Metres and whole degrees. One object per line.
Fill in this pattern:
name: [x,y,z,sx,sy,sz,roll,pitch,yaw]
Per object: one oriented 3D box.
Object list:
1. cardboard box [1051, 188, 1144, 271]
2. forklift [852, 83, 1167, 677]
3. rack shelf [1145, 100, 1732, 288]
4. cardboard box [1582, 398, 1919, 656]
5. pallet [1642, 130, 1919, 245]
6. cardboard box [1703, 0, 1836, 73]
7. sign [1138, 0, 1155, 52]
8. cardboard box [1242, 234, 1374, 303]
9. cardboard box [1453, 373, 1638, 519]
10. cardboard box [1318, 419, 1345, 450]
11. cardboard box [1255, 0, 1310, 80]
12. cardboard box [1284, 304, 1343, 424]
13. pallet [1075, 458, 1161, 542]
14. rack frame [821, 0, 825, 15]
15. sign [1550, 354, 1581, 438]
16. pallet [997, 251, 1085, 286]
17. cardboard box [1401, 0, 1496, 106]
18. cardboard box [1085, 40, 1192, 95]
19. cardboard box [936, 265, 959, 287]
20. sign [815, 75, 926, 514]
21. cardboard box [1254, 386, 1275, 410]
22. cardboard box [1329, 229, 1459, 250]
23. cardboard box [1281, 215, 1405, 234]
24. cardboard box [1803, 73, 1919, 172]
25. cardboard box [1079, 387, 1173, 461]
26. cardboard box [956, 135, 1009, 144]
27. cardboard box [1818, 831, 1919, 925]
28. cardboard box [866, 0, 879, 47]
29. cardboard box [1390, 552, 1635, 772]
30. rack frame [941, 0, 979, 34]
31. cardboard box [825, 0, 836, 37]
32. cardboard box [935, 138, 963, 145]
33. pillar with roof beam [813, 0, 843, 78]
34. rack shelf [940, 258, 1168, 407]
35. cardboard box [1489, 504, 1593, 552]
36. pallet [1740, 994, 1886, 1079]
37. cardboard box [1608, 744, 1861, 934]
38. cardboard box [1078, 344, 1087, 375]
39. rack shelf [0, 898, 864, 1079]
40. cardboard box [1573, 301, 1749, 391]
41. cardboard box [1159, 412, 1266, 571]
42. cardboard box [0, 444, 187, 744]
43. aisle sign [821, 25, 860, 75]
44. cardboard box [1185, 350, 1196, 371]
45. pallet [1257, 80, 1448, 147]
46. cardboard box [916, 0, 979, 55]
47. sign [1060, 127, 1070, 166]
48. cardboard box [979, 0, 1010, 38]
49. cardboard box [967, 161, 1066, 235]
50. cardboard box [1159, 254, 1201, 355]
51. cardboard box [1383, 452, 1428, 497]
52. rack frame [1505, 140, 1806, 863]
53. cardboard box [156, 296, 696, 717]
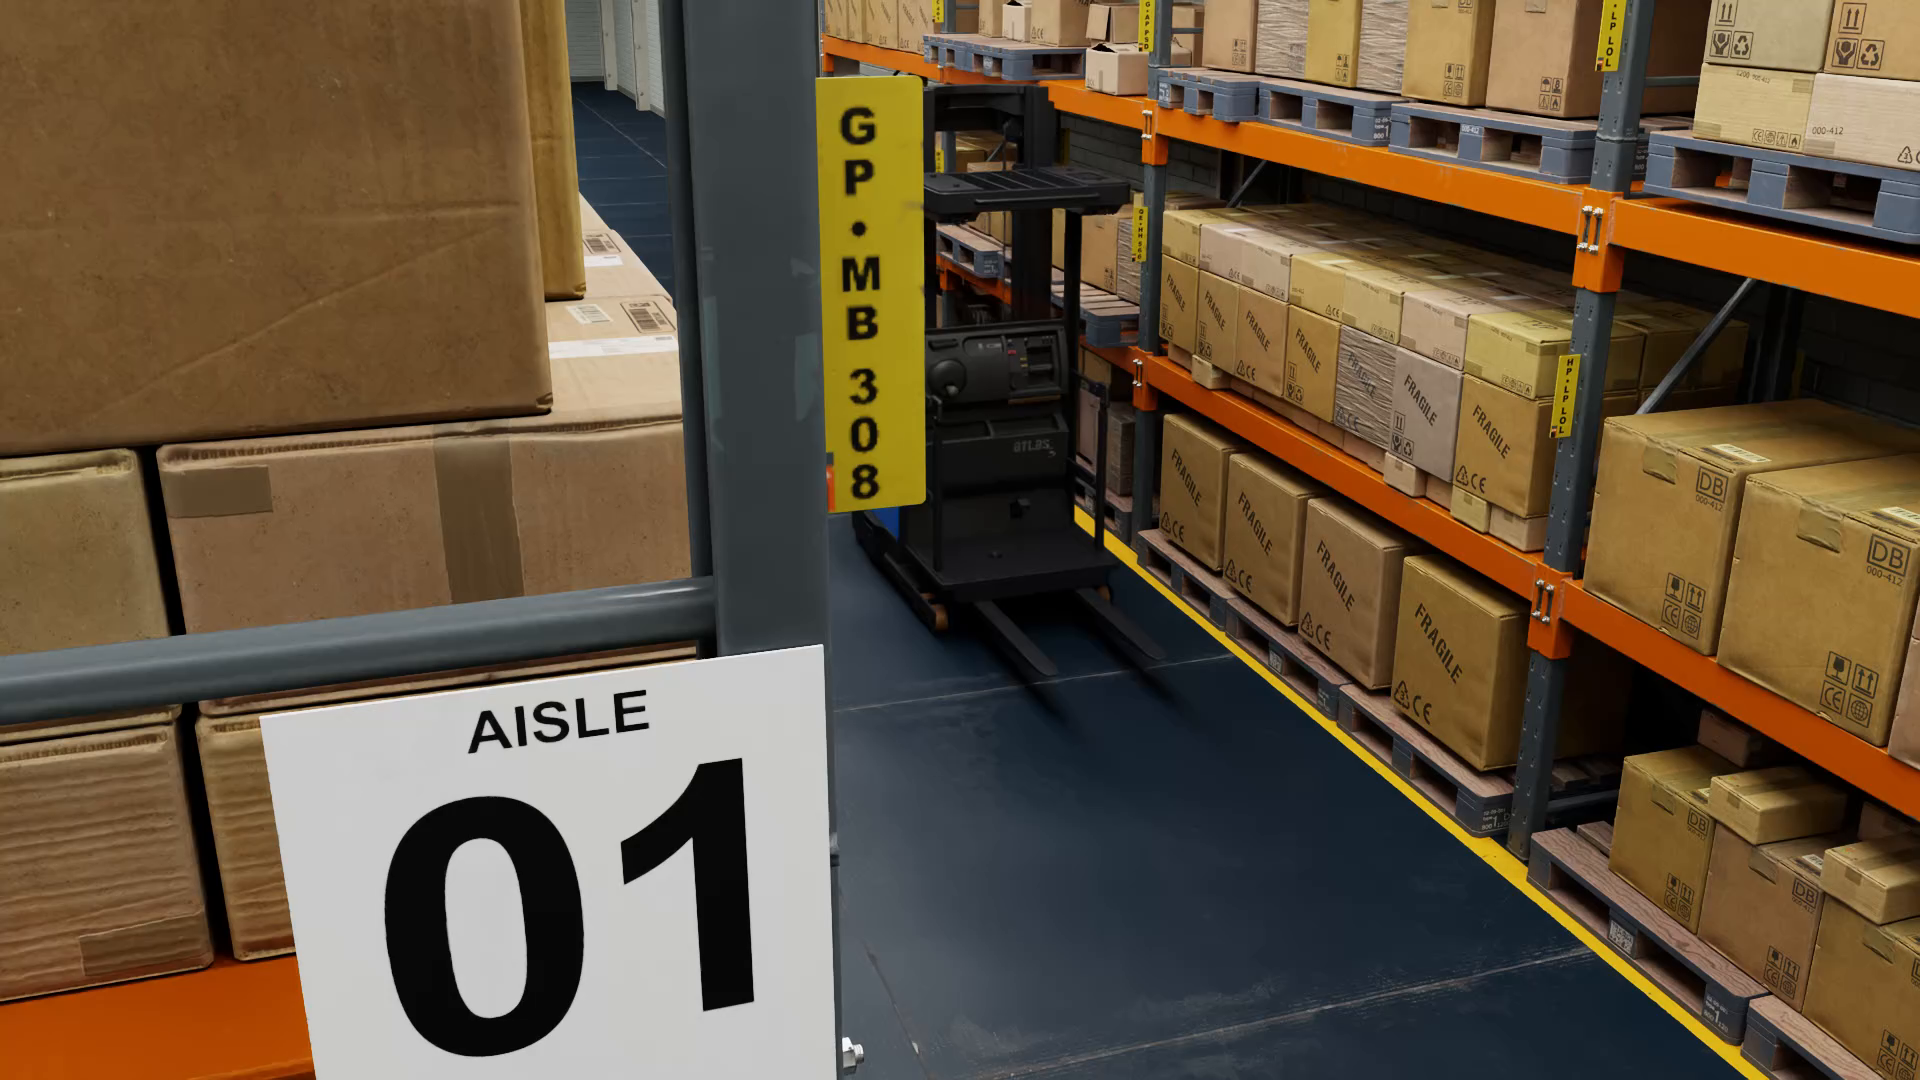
cardboard box: [1.027,-2.193,11.785,0.700,0.500,0.500,-6,21,-17]
forklift: [0.253,-1.006,9.383,1.130,2.935,3.031,-7,21,-18]
rack shelf: [2.225,-1.823,8.181,1.077,0.370,4.000,-6,21,-17]
cardboard box: [3.009,-0.073,6.239,0.980,0.700,0.700,-6,21,-16]
pallet: [3.101,-1.214,5.553,1.003,0.211,1.213,-6,21,-17]
cardboard box: [2.812,-1.788,5.363,0.500,0.500,0.500,-7,21,-18]
sign: [1.081,-2.989,9.600,0.100,0.325,0.005,-6,21,-17]
cardboard box: [1.825,-1.435,8.748,0.500,0.250,0.500,-6,21,-17]
cardboard box: [2.470,-0.426,7.047,0.500,0.500,0.500,-7,21,-18]
cardboard box: [2.049,-0.576,8.426,0.380,0.149,0.250,-6,21,-15]
cardboard box: [2.020,-2.743,8.881,0.700,0.500,0.500,-8,21,-20]
cardboard box: [1.988,-0.910,8.396,0.500,0.500,0.500,-6,21,-16]
pallet: [1.353,-0.330,11.523,1.003,0.211,1.213,-6,21,-17]
rack frame: [-0.918,-6.782,16.487,1.000,3.000,0.127,-6,21,-17]
sign: [2.342,-0.555,6.428,0.100,0.325,0.005,-6,21,-17]
pallet: [0.936,-1.932,12.142,1.003,0.211,1.213,-6,21,-17]
cardboard box: [2.445,-2.239,7.478,0.700,0.500,0.500,-7,21,-18]
cardboard box: [1.114,-2.973,10.421,0.500,0.311,0.500,-6,21,-17]
cardboard box: [-0.423,-2.334,16.024,0.700,0.500,0.500,-8,21,-21]
sign: [-0.075,-0.177,1.243,0.100,0.325,0.005,-6,21,-17]
cardboard box: [1.840,-0.826,9.122,0.380,0.149,0.250,-6,21,-16]
cardboard box: [2.303,-1.491,8.904,0.500,0.250,0.500,-7,21,-19]
cardboard box: [2.145,-1.656,9.364,0.500,0.250,0.500,-7,21,-19]
cardboard box: [2.968,-1.279,5.055,0.500,0.250,0.500,-7,21,-18]
cardboard box: [1.269,-0.825,11.824,0.700,0.500,0.500,-6,21,-17]
cardboard box: [0.231,-3.306,14.767,0.500,0.500,0.500,-7,21,-18]
cardboard box: [3.090,1.113,5.497,0.380,0.149,0.250,-7,21,-19]
cardboard box: [-0.559,-4.781,15.175,0.500,0.500,0.500,-5,20,-14]
cardboard box: [2.526,0.511,7.614,0.750,0.750,0.750,-6,21,-17]
rack frame: [0.340,-5.498,12.913,1.000,3.000,0.127,-6,21,-17]
cardboard box: [-1.050,-5.293,16.601,0.500,0.500,0.500,-6,21,-16]
cardboard box: [-0.265,-3.245,14.597,0.500,0.500,0.500,-7,21,-18]
pillar with roof beam: [-5.849,-8.117,20.204,9.100,9.000,0.400,-6,21,-17]
rack shelf: [0.968,-1.695,12.262,1.077,0.370,4.000,-6,21,-17]
cardboard box: [2.479,-0.077,7.037,0.380,0.149,0.250,-6,21,-17]
pallet: [3.406,1.849,5.456,1.003,0.211,1.213,-6,21,-17]
cardboard box: [2.992,1.122,6.432,0.700,0.500,0.500,-6,21,-17]
cardboard box: [1.035,-1.355,12.188,0.500,0.250,0.500,-6,21,-17]
rack shelf: [-1.219,-0.012,3.138,1.077,0.370,4.000,-6,21,-17]
cardboard box: [2.957,-0.833,7.070,0.500,0.250,0.500,-6,21,-16]
cardboard box: [1.703,-0.327,9.950,0.750,0.750,0.750,-7,21,-18]
cardboard box: [-0.994,-0.011,1.554,0.500,0.250,0.500,-6,21,-17]
aisle sign: [-1.225,-5.173,17.037,0.394,0.787,0.004,-6,21,-17]
cardboard box: [1.551,-1.071,9.802,0.380,0.149,0.250,-6,21,-16]
pallet: [2.204,-2.155,8.320,1.003,0.211,1.213,-5,20,-15]
cardboard box: [-0.055,-4.280,13.780,0.500,0.500,0.500,-6,21,-16]
sign: [0.865,-3.280,13.899,0.100,0.325,0.005,-6,21,-17]
cardboard box: [0.435,-4.148,12.820,0.500,0.500,0.500,-3,20,-9]
cardboard box: [0.467,-2.762,13.371,0.700,0.500,0.500,-6,21,-17]
cardboard box: [1.507,-1.405,9.773,0.500,0.500,0.500,-6,21,-16]
cardboard box: [2.200,-0.322,7.719,0.380,0.149,0.250,-6,21,-17]
rack frame: [2.854,-0.108,6.779,1.000,3.000,0.127,-6,21,-17]
cardboard box: [-0.505,-0.066,1.707,0.500,0.250,0.500,-6,21,-17]
